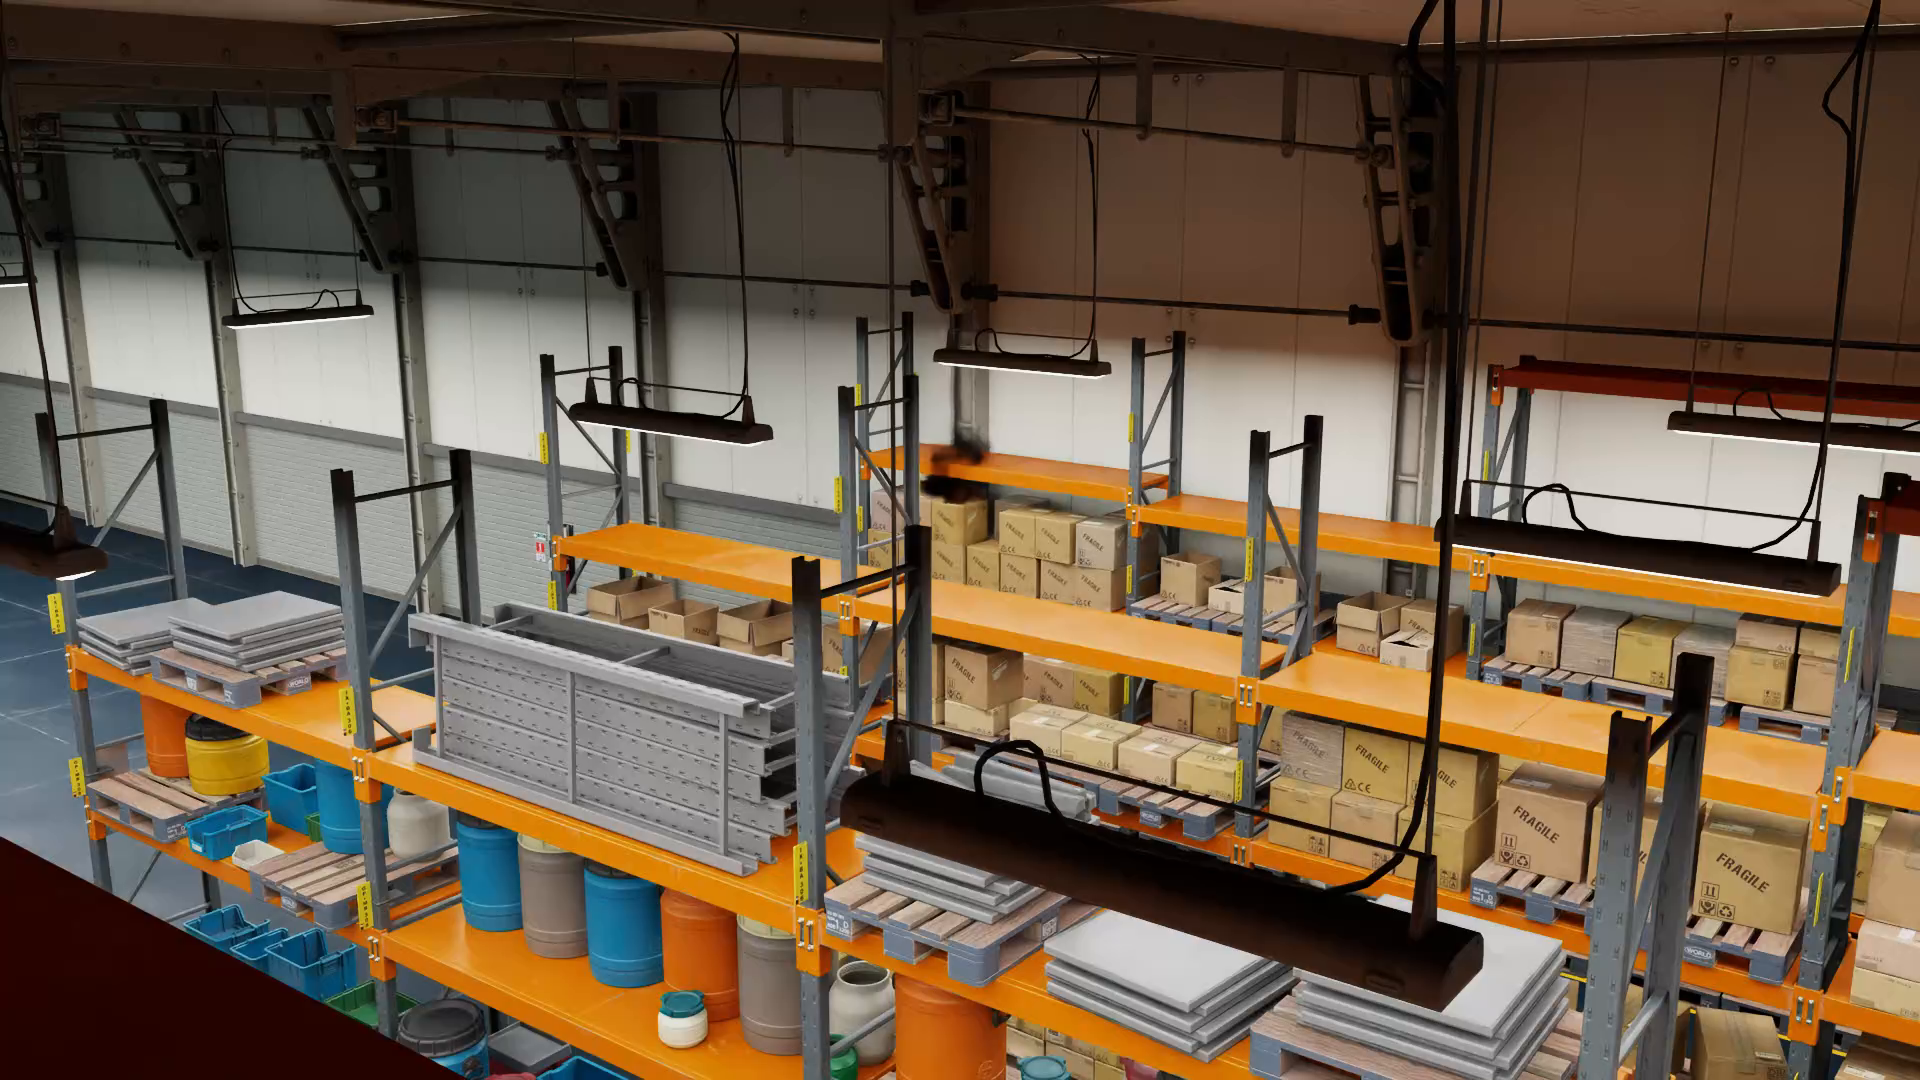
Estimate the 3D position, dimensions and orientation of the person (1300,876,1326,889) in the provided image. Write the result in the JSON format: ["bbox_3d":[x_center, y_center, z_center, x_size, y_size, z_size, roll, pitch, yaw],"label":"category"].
[{"bbox_3d":[3.249,3.593,15.877,0.582,1.740,0.643,6,15,26],"label":"person"}]
